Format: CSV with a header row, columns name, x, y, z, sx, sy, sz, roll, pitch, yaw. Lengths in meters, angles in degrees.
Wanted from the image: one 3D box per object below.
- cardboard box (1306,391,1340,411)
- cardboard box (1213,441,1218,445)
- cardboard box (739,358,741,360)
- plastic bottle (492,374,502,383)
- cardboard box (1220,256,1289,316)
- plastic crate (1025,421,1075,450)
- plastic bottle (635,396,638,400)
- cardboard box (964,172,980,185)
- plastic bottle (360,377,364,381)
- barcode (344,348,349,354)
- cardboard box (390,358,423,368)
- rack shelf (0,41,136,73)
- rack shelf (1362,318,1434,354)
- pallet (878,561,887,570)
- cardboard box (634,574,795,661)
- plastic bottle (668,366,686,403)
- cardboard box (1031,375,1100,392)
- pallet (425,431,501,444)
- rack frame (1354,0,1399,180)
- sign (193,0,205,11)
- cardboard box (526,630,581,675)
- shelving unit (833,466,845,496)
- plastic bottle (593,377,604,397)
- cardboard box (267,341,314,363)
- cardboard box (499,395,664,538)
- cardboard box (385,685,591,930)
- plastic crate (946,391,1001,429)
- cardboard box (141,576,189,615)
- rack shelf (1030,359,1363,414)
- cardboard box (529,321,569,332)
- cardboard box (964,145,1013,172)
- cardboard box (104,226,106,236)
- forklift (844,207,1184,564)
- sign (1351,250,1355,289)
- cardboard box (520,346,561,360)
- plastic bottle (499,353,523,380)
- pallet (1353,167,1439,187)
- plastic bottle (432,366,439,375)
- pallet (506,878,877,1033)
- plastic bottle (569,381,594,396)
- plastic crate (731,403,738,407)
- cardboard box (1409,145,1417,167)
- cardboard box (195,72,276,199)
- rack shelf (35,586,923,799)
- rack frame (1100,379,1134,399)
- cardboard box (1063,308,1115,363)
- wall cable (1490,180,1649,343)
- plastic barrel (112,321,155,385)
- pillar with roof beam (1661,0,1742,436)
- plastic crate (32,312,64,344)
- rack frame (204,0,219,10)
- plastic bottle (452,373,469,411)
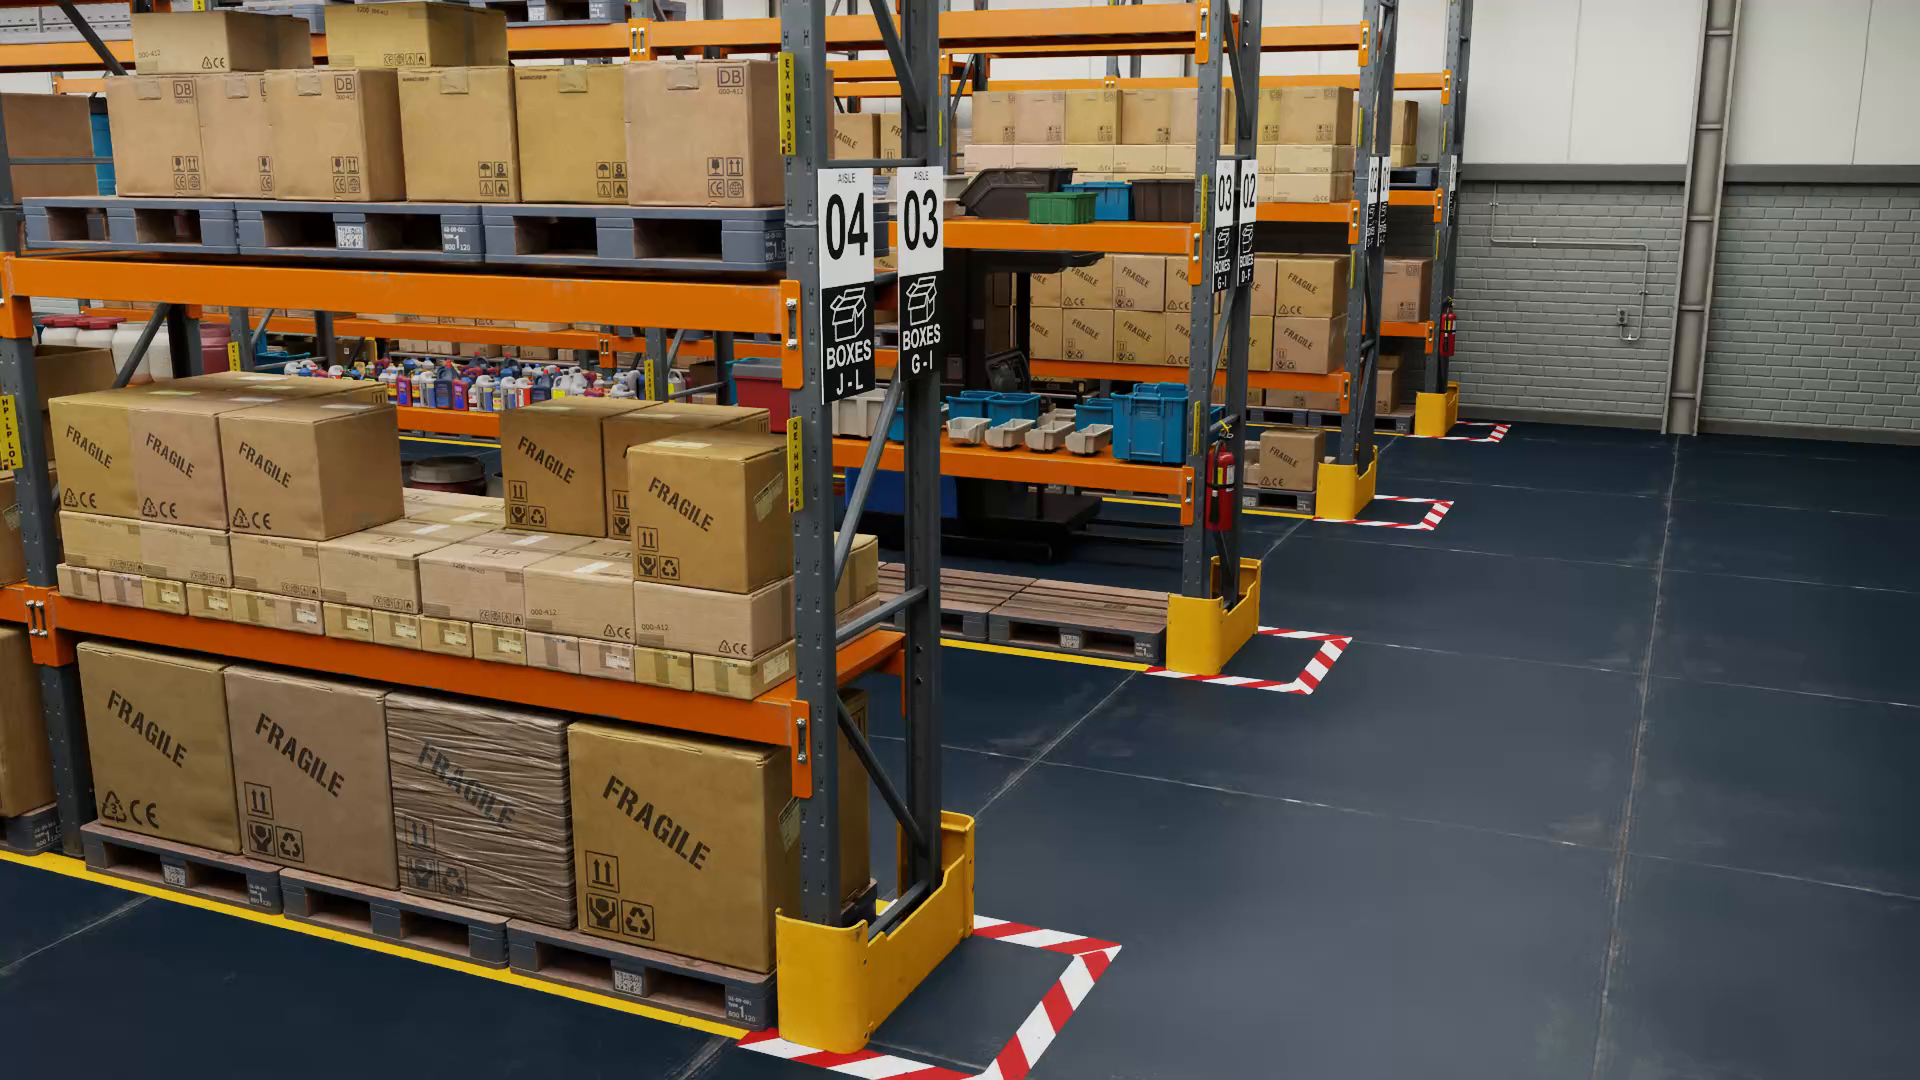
name,x,y,z,sx,sy,sz,roll,pitch,yaw
cardboard box,4.546,-1.875,20.231,0.500,0.500,0.700,6,14,23
cardboard box,2.384,-0.840,16.324,0.500,0.250,0.500,6,14,23
cardboard box,-2.734,-2.662,23.544,0.500,0.500,0.700,6,14,23
plastic bottle,-3.574,-1.147,12.857,0.097,0.271,0.097,0,13,0
cardboard box,2.700,-2.328,15.202,0.500,0.500,0.500,6,15,25
plastic crate,0.593,-0.696,11.102,0.243,0.136,0.396,6,14,23
plastic bottle,-2.444,-0.998,12.377,0.097,0.201,0.097,0,13,0
cardboard box,0.368,-3.423,16.038,0.500,0.250,0.500,6,14,23
plastic bottle,-4.739,-1.192,13.205,0.097,0.201,0.097,0,13,0
barcode,-7.226,-2.227,19.585,0.075,0.075,0.001,6,14,23
cardboard box,-6.804,-2.034,20.228,0.500,0.311,0.500,6,14,23
rack shelf,-7.472,-4.029,14.177,4.000,0.370,1.077,6,14,23
rack shelf,3.855,-2.632,20.480,4.000,0.370,1.077,6,14,23
pallet,-1.298,0.319,12.431,1.213,0.211,1.003,6,14,23
cardboard box,-0.885,0.245,6.320,0.500,0.250,0.500,6,14,22
plastic bottle,-2.213,-1.178,12.817,0.185,0.351,0.144,6,14,23
cardboard box,1.380,-2.358,21.525,0.750,0.750,0.750,6,14,24
pallet,-5.482,-1.342,19.514,1.213,0.211,1.003,6,14,23
rack frame,3.681,-4.683,14.513,0.127,3.000,1.000,6,14,23
sign,-5.860,-4.116,12.805,0.005,0.325,0.100,6,14,23
cardboard box,-1.490,0.394,6.559,0.250,0.149,0.380,6,15,24
shelving unit,-1.077,-0.679,14.523,0.503,1.200,0.258,5,14,21
plastic bottle,-2.862,-1.192,13.204,0.097,0.201,0.097,0,13,0
cardboard box,-8.256,-2.149,20.307,0.500,0.500,0.500,6,14,23
cardboard box,-1.598,-0.324,7.105,0.500,0.500,0.500,5,14,22
cardboard box,-1.784,1.010,7.117,0.875,0.875,0.875,6,14,23
plastic crate,0.101,-0.917,11.831,0.300,0.233,0.416,6,14,23
cardboard box,-3.375,0.204,7.369,0.250,0.149,0.380,6,15,25
rack shelf,1.852,-1.597,16.069,4.000,0.370,1.077,6,14,23
cardboard box,-4.568,-2.406,18.491,0.250,0.149,0.380,6,14,23
cardboard box,0.368,-3.666,15.980,0.500,0.250,0.500,6,14,23
cardboard box,-10.478,-3.872,21.132,0.500,0.500,0.700,6,14,23
forklift,0.584,-1.374,13.693,3.031,2.935,1.130,5,14,21
sign,3.438,-2.366,14.544,0.005,0.325,0.100,6,14,23
cardboard box,-6.253,-2.992,24.950,0.500,0.500,0.500,5,14,19
plastic bottle,-3.636,-1.337,13.495,0.185,0.351,0.144,6,14,23
pallet,5.001,-4.281,19.560,1.213,0.211,1.003,6,14,23
plastic bottle,-4.346,-1.342,13.844,0.097,0.201,0.097,0,13,0
pallet,-1.098,1.607,6.946,1.213,0.211,1.003,6,14,23
plastic bottle,-2.811,-1.040,12.394,0.135,0.276,0.152,6,14,23
plastic crate,-1.618,-0.926,12.081,0.243,0.136,0.396,6,14,23
cardboard box,5.116,-4.556,19.731,0.500,0.250,0.500,7,15,26
cardboard box,-2.762,-1.715,7.075,0.500,0.500,0.700,7,15,26
rack shelf,-2.164,0.472,7.253,4.000,0.370,1.077,6,14,23
rack frame,2.027,-3.167,21.187,0.127,3.000,1.000,6,14,23
cardboard box,1.305,-1.983,15.923,0.500,0.500,0.500,6,14,23
wall cable,7.238,-3.371,19.830,1.851,1.984,0.084,6,14,23
plastic barrel,-7.055,-1.612,14.314,0.421,0.512,0.421,0,13,0
pillar with roof beam,6.759,-4.750,14.797,0.400,9.000,9.100,6,14,23
plastic crate,-8.734,-1.889,15.597,0.583,0.464,0.402,6,14,23
rack frame,-5.643,-4.389,13.260,0.127,3.000,1.000,6,14,23
plastic bottle,-3.837,-1.136,12.787,0.133,0.283,0.061,6,14,23
